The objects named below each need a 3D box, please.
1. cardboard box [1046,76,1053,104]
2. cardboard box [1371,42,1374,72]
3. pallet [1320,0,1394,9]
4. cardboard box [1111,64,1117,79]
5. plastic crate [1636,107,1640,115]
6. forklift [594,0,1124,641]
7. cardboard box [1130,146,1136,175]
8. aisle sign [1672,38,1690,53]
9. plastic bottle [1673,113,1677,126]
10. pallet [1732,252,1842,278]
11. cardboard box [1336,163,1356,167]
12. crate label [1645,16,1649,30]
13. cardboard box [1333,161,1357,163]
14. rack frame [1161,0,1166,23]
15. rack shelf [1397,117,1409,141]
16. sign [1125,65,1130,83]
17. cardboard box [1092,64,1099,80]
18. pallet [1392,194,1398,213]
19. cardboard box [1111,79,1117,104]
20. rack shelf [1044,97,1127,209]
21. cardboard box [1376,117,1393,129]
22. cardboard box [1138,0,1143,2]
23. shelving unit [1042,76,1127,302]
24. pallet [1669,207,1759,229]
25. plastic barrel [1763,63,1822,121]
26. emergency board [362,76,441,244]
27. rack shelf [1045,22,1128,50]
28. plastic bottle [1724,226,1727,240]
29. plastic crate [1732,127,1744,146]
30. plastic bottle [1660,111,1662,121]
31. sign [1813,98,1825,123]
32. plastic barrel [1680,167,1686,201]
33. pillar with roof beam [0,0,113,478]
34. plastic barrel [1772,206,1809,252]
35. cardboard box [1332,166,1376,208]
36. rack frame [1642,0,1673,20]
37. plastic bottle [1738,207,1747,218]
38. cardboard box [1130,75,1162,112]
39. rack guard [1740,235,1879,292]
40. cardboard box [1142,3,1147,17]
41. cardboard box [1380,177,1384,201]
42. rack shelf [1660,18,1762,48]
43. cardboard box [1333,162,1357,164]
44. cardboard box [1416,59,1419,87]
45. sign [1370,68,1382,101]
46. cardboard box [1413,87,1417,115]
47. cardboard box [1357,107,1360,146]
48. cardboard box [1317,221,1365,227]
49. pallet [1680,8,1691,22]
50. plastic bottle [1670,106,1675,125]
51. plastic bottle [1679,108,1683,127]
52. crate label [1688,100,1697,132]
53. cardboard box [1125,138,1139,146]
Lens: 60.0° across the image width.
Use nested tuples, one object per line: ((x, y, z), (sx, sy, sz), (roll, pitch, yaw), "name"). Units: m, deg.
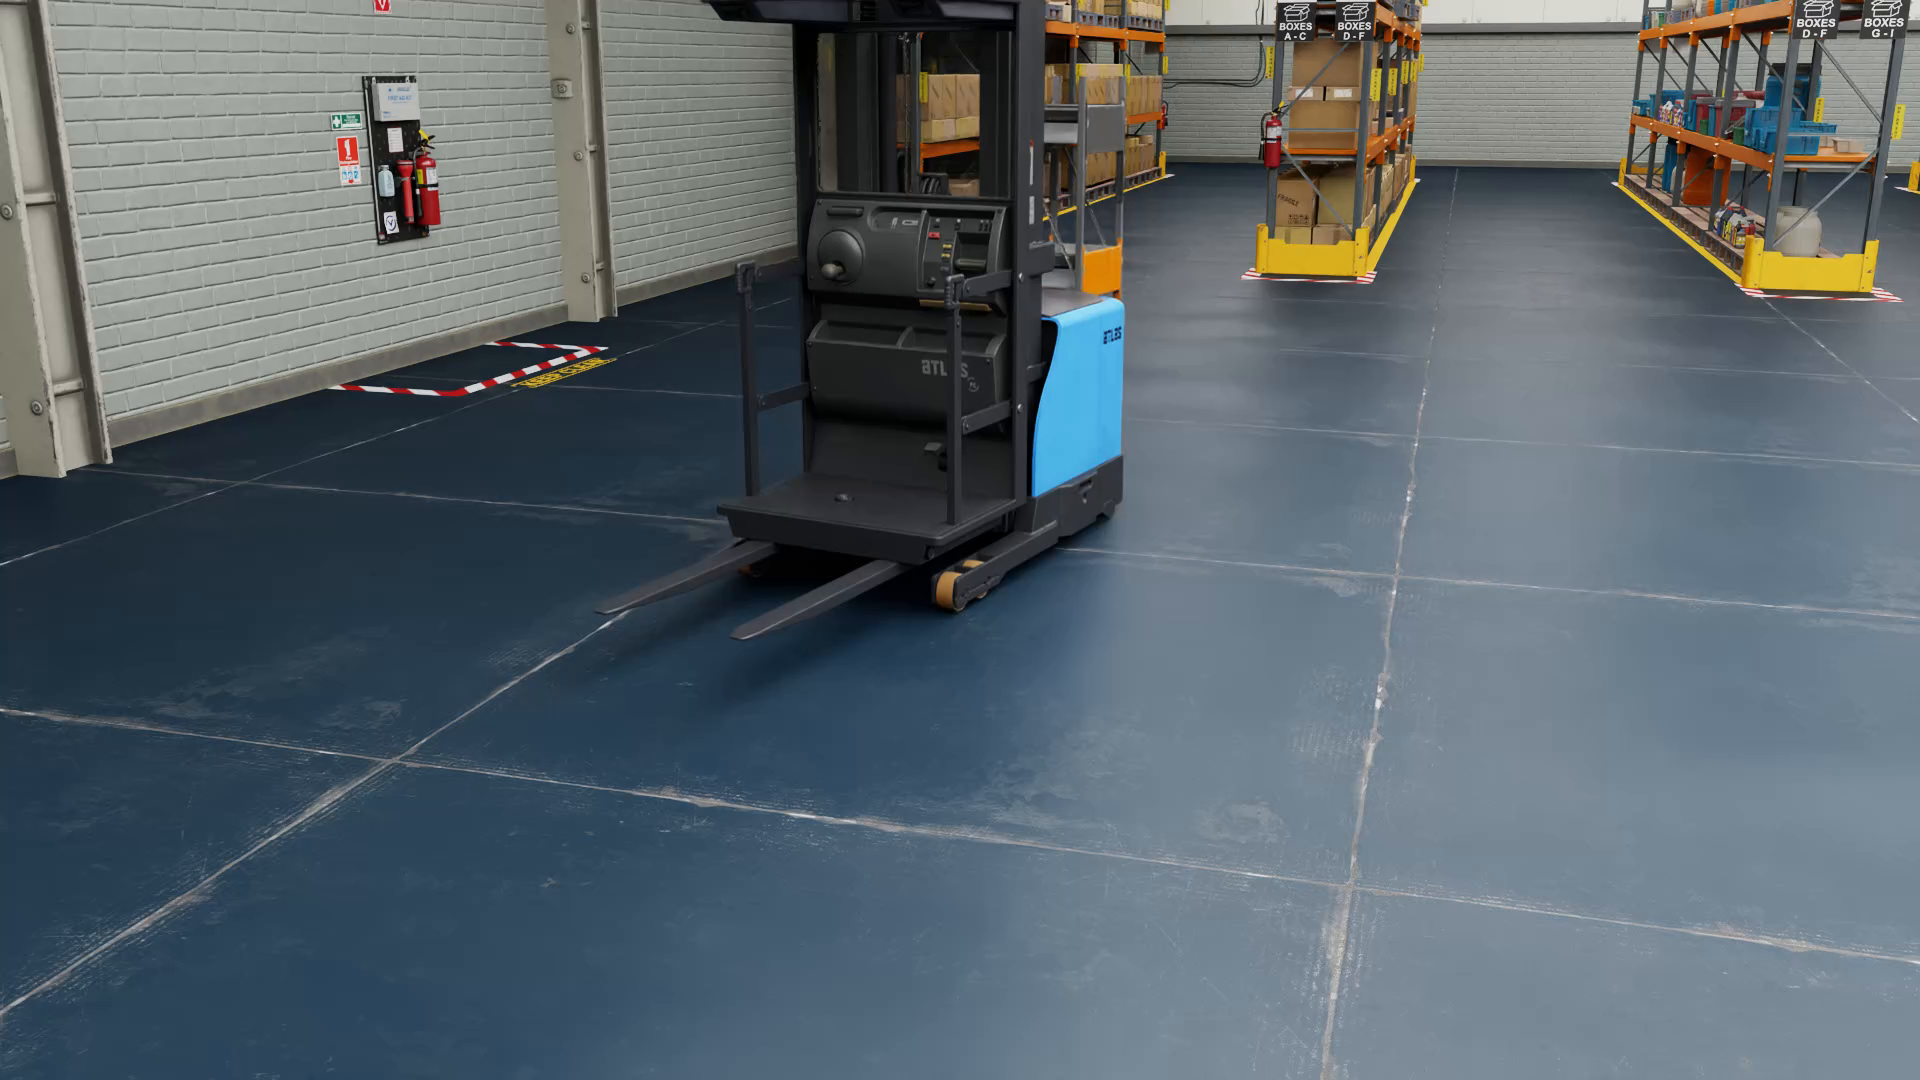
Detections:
((1.080, -6.814, 25.366), (0.700, 0.500, 0.500), (3, 16, 11), "cardboard box")
((4.545, -5.689, 19.828), (0.700, 0.500, 0.500), (5, 16, 16), "cardboard box")
((4.733, -6.572, 20.167), (1.003, 0.211, 1.213), (5, 16, 16), "pallet")
((2.432, -8.159, 28.959), (0.500, 0.250, 0.500), (5, 17, 17), "cardboard box")
((12.360, -7.759, 30.060), (0.250, 0.136, 0.298), (5, 16, 16), "plastic crate")
((-0.334, -1.256, 6.886), (1.130, 2.935, 3.031), (8, 18, 27), "forklift")
((2.930, -7.191, 31.496), (0.700, 0.500, 0.500), (4, 16, 15), "cardboard box")
((13.410, -9.398, 30.701), (0.394, 0.787, 0.004), (5, 16, 16), "aisle sign")
((10.851, -6.369, 25.150), (0.097, 0.201, 0.097), (0, 16, 0), "plastic bottle")
((8.775, -2.859, 17.522), (1.003, 0.211, 1.213), (5, 16, 16), "pallet")
((5.657, -5.478, 24.886), (0.500, 0.311, 0.500), (5, 17, 18), "cardboard box")
((12.537, -9.306, 29.917), (0.408, 0.251, 0.502), (5, 16, 16), "crate label")
((6.140, -6.091, 26.206), (0.500, 0.250, 0.500), (5, 17, 18), "cardboard box")
((3.610, -11.805, 32.959), (1.000, 3.000, 0.127), (5, 16, 16), "rack frame")
((6.656, -6.620, 26.991), (1.077, 0.370, 4.000), (5, 16, 16), "rack shelf")
((2.997, -8.352, 29.802), (0.100, 0.325, 0.005), (5, 16, 16), "sign")
((2.004, -7.758, 27.546), (0.500, 0.250, 0.500), (5, 17, 16), "cardboard box")
((6.336, -5.294, 26.106), (1.003, 0.211, 1.213), (5, 16, 16), "pallet")
((2.449, -7.799, 29.063), (0.500, 0.500, 0.500), (5, 17, 16), "cardboard box")
((0.538, -1.938, 8.299), (0.431, 0.518, 0.480), (8, 18, 27), "rack shelf")
((6.097, -6.065, 24.177), (0.380, 0.149, 0.250), (5, 16, 16), "cardboard box")
((3.085, -10.154, 30.583), (0.500, 0.500, 0.500), (4, 16, 15), "cardboard box")
((0.538, -1.278, 8.486), (0.431, 2.100, 0.503), (8, 18, 27), "shelving unit")
((10.578, -4.517, 23.367), (1.003, 0.211, 1.213), (5, 16, 16), "pallet")
((10.099, -5.330, 20.206), (0.600, 0.901, 0.708), (5, 16, 16), "plastic barrel")
((-4.011, -2.770, 12.098), (0.194, 1.169, 0.643), (5, 16, 16), "emergency board")
((1.905, -8.446, 27.932), (1.077, 0.370, 4.000), (5, 16, 16), "rack shelf")
((8.915, -3.576, 19.262), (0.097, 0.201, 0.097), (0, 16, 0), "plastic bottle")
((9.042, -4.576, 18.854), (0.450, 0.188, 0.662), (5, 16, 16), "plastic crate")
((11.406, -6.879, 26.951), (0.097, 0.201, 0.097), (0, 16, 0), "plastic bottle")
((10.223, -5.099, 19.802), (0.100, 0.325, 0.005), (5, 16, 16), "sign")
((11.033, -5.347, 24.973), (0.421, 0.512, 0.421), (0, 16, 0), "plastic barrel")
((-0.850, -4.396, 6.837), (9.100, 9.000, 0.400), (5, 16, 16), "pillar with roof beam")
((8.818, -3.279, 17.683), (0.421, 0.512, 0.421), (0, 16, 0), "plastic barrel")
((4.875, -4.368, 20.628), (0.500, 0.500, 0.500), (5, 16, 16), "cardboard box")
((13.109, -11.037, 30.250), (1.000, 3.000, 0.127), (5, 16, 16), "rack frame")
((9.210, -3.758, 19.631), (0.144, 0.351, 0.185), (5, 16, 16), "plastic bottle")
((3.475, -8.929, 33.264), (0.980, 0.700, 0.700), (5, 17, 18), "cardboard box")
((8.539, -2.786, 16.735), (1.175, 0.500, 0.348), (5, 16, 16), "rack guard")
((3.220, -9.921, 31.135), (0.500, 0.250, 0.500), (4, 16, 14), "cardboard box")
((5.307, -4.634, 21.913), (0.500, 0.311, 0.500), (5, 16, 16), "cardboard box")
((11.404, -7.678, 25.224), (1.077, 0.370, 4.000), (5, 16, 16), "rack shelf")
((6.128, -5.715, 26.256), (0.500, 0.500, 0.500), (5, 17, 18), "cardboard box")
((8.355, -8.795, 31.325), (0.500, 0.500, 0.500), (5, 17, 17), "cardboard box")
((4.344, -4.760, 17.382), (0.100, 0.325, 0.005), (5, 16, 16), "sign")
((8.351, -8.310, 31.446), (0.500, 0.500, 0.500), (5, 17, 16), "cardboard box")
((4.104, -4.657, 18.568), (0.700, 0.500, 0.500), (5, 17, 17), "cardboard box")
((4.318, -3.483, 18.882), (0.500, 0.250, 0.500), (5, 16, 16), "cardboard box")
((11.524, -7.947, 25.199), (1.003, 0.211, 1.213), (5, 16, 16), "pallet")
((10.957, -6.523, 25.543), (0.061, 0.283, 0.133), (5, 16, 16), "plastic bottle")
((10.607, -6.201, 24.408), (0.061, 0.283, 0.133), (5, 16, 16), "plastic bottle")
((10.294, -5.836, 22.843), (0.502, 0.435, 0.616), (5, 16, 16), "crate label")
((3.205, -7.584, 31.693), (0.380, 0.149, 0.250), (4, 16, 14), "cardboard box")
